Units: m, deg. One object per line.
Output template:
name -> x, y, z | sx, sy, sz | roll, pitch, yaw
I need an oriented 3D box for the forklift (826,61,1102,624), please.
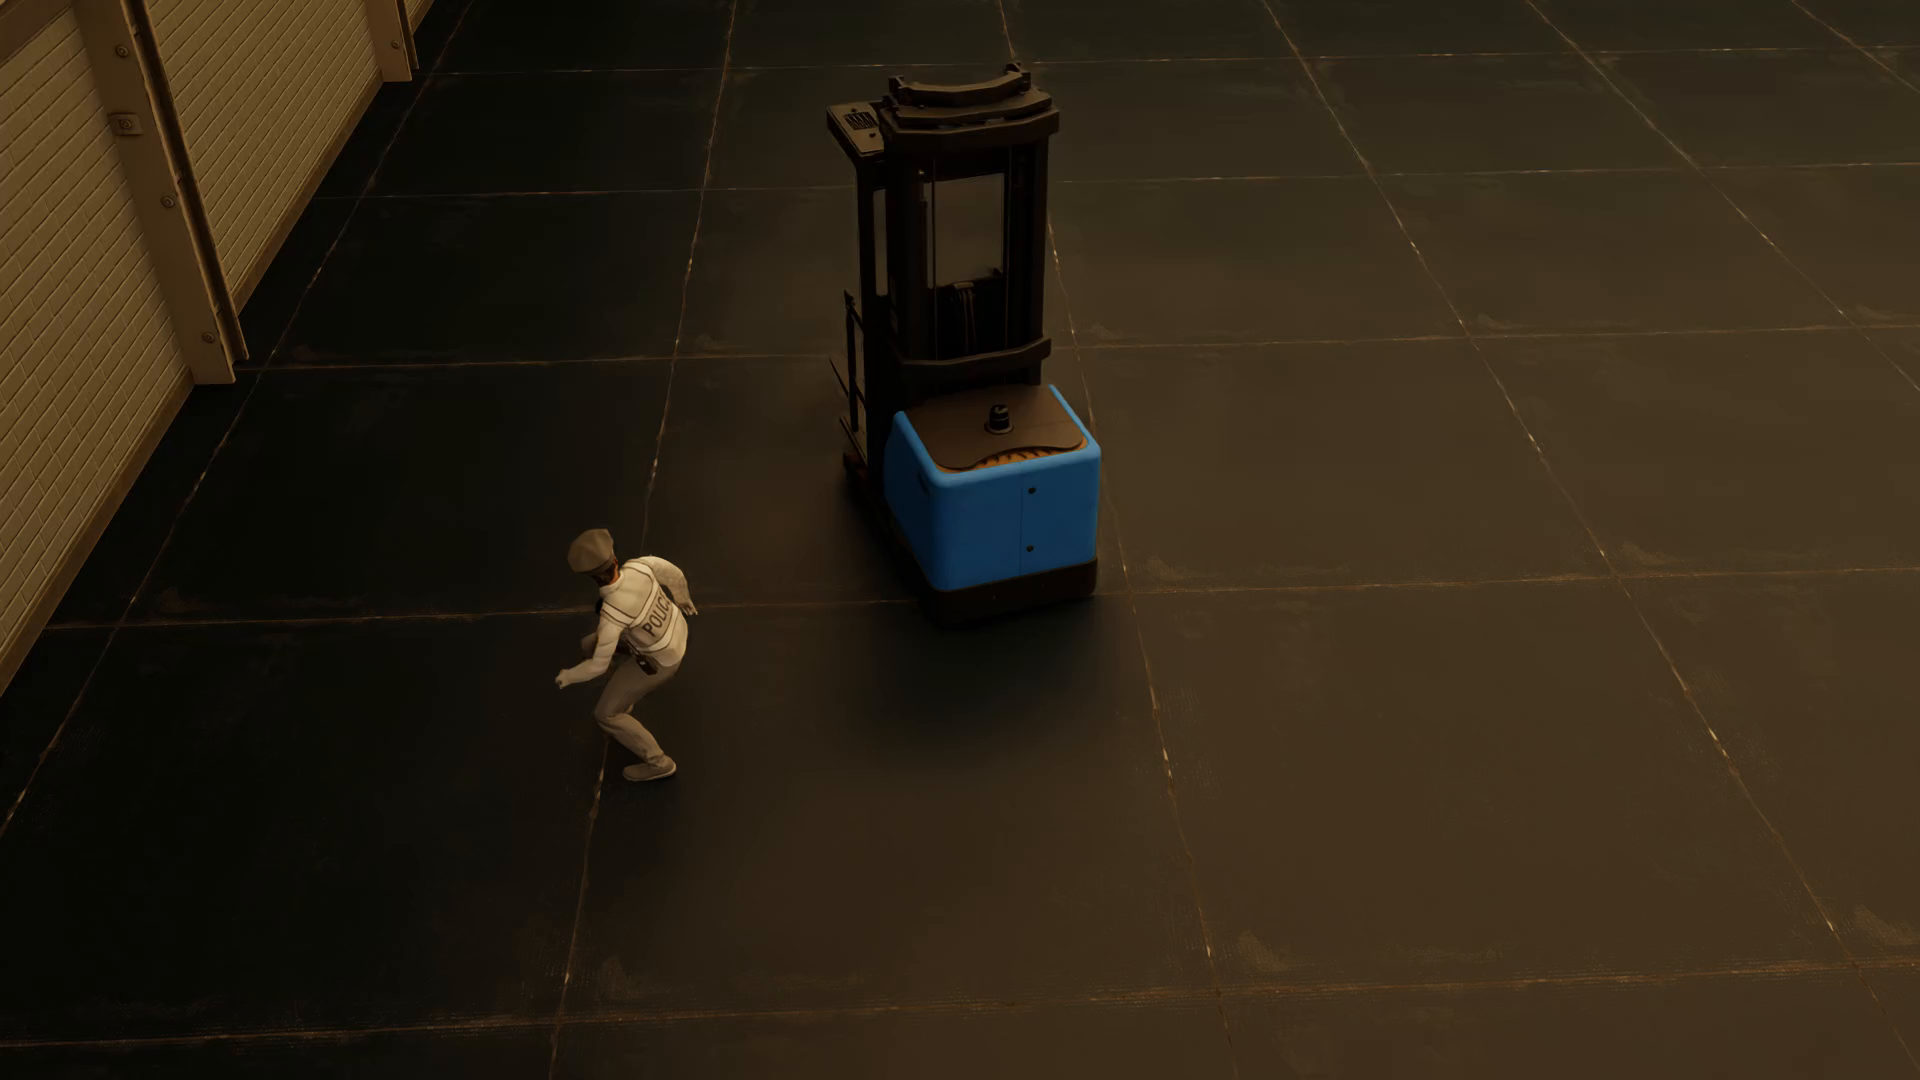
forklift -> -0.134, -1.561, 10.153 | 1.130, 2.935, 3.031 | -11, 38, -15

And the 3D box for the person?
person -> -1.738, 0.522, 8.573 | 0.659, 1.468, 0.708 | 2, 36, 3
